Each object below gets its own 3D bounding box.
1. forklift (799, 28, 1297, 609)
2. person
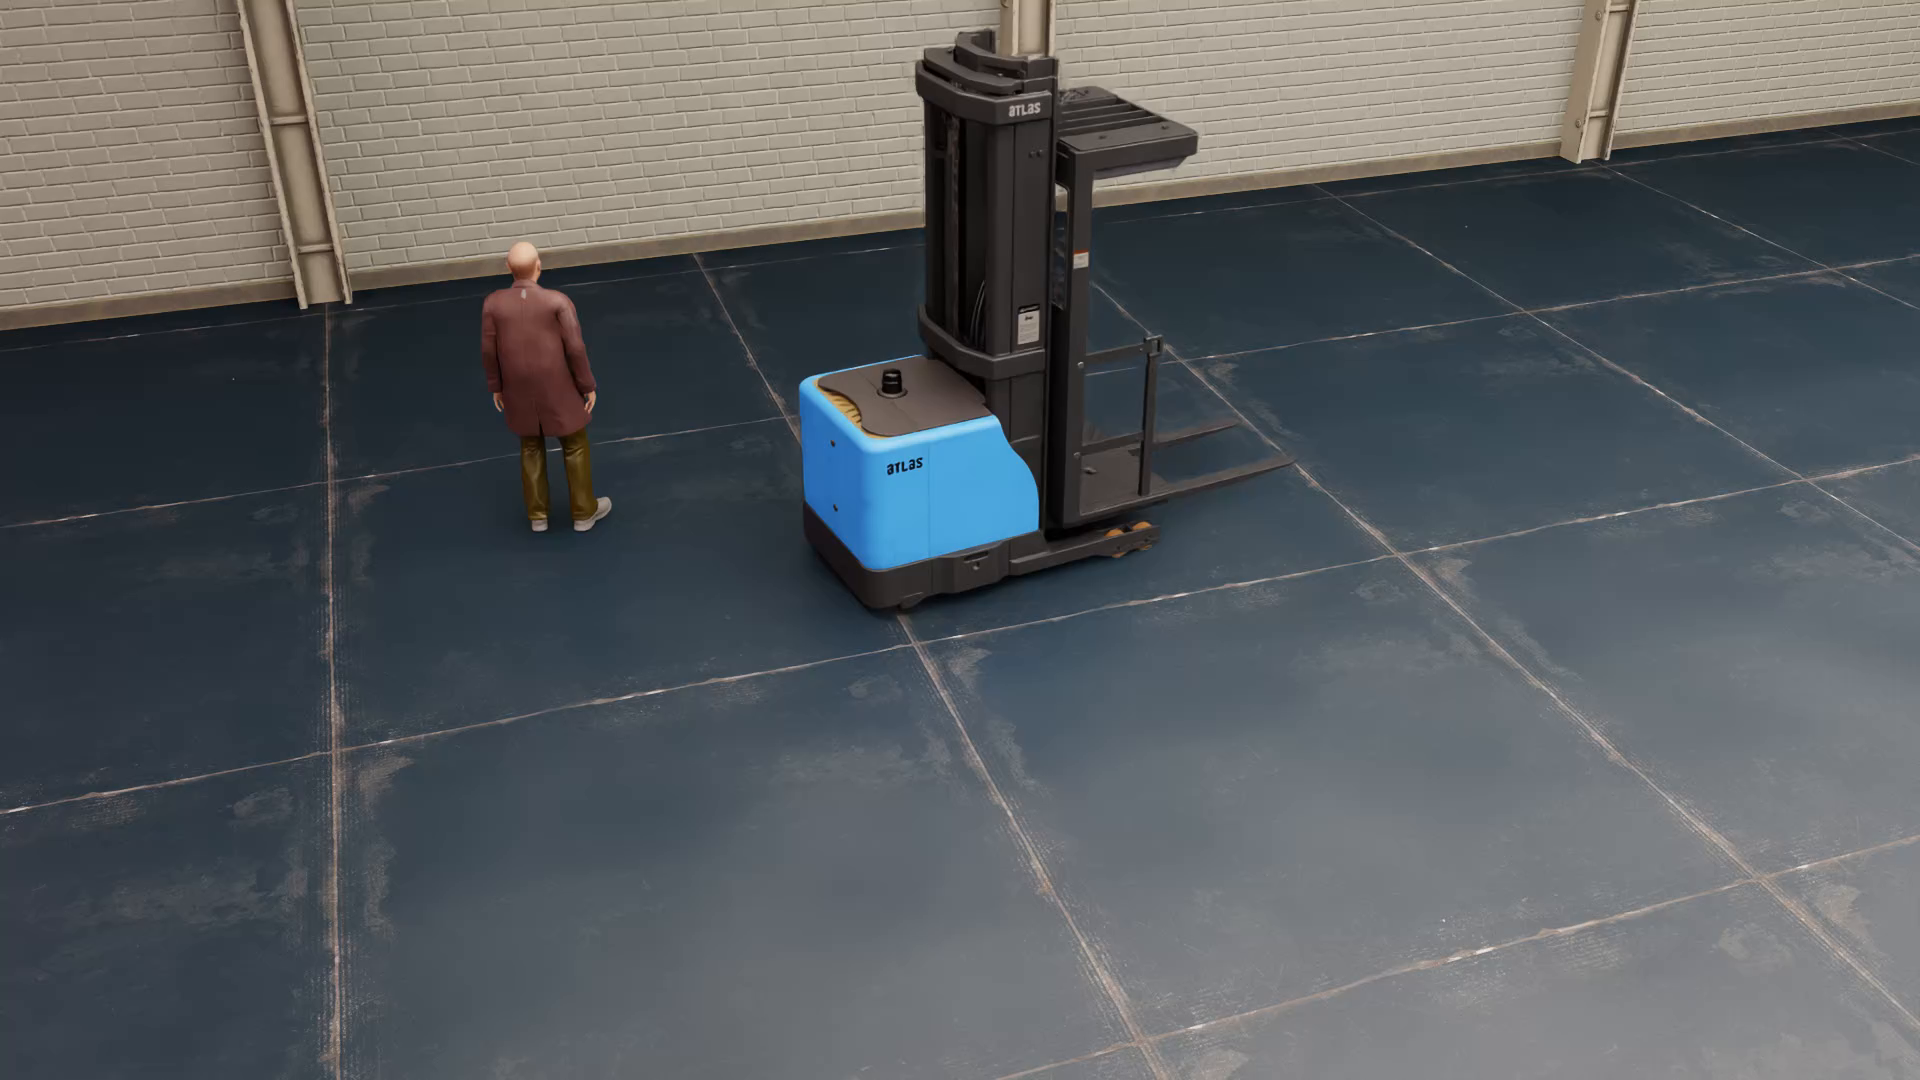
[{"bbox_3d":[0.620,-1.386,9.495,3.031,2.935,1.130,-14,33,-23],"label":"forklift"},{"bbox_3d":[-2.457,-0.886,9.789,0.647,1.772,0.431,1,30,2],"label":"person"}]
